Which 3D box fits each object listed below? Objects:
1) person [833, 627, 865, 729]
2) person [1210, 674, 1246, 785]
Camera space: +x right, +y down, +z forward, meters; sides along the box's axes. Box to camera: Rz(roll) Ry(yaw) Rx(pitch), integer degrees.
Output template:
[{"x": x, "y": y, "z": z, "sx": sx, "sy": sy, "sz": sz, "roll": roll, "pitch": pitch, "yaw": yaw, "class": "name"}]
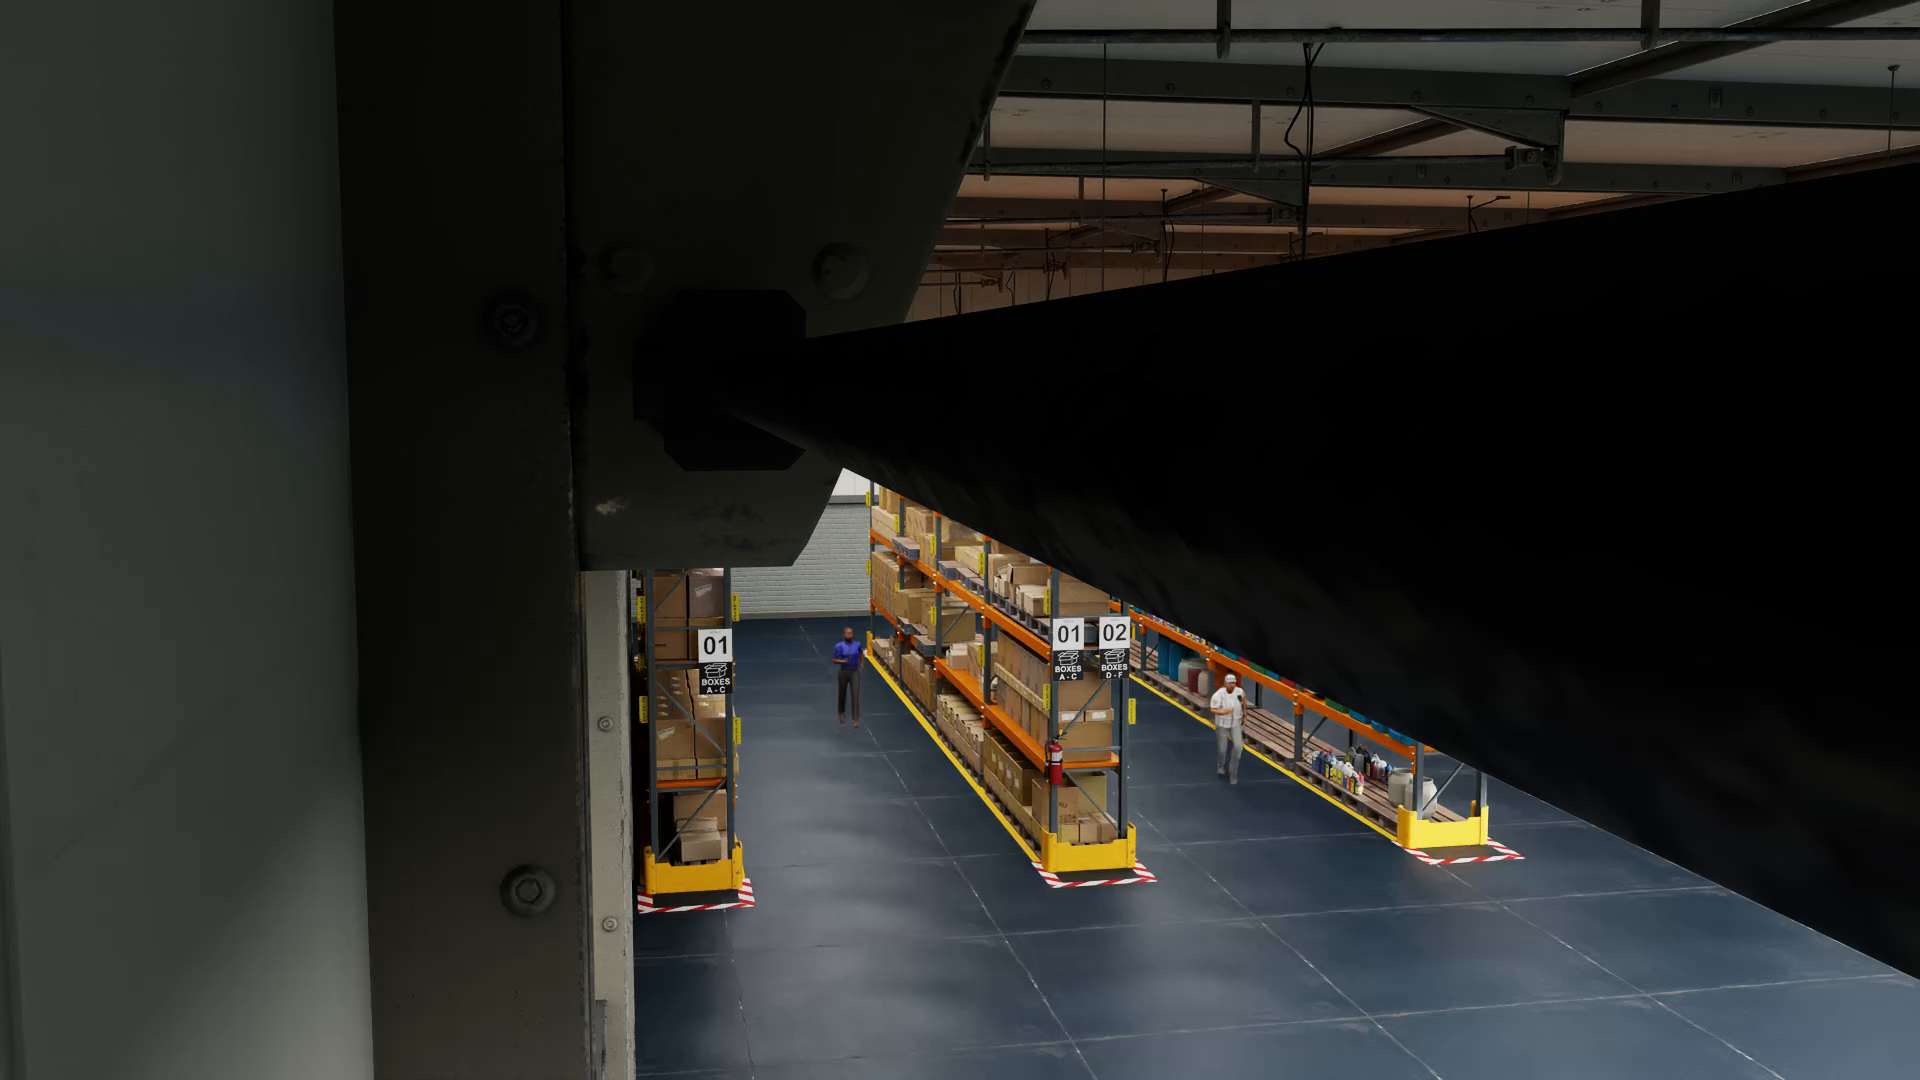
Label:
[{"x": -1.868, "y": 2.307, "z": 28.042, "sx": 0.575, "sy": 1.693, "sz": 0.888, "roll": -1, "pitch": 6, "yaw": -13, "class": "person"}, {"x": 4.100, "y": 2.865, "z": 25.425, "sx": 0.626, "sy": 1.698, "sz": 0.823, "roll": -1, "pitch": 6, "yaw": -6, "class": "person"}]
